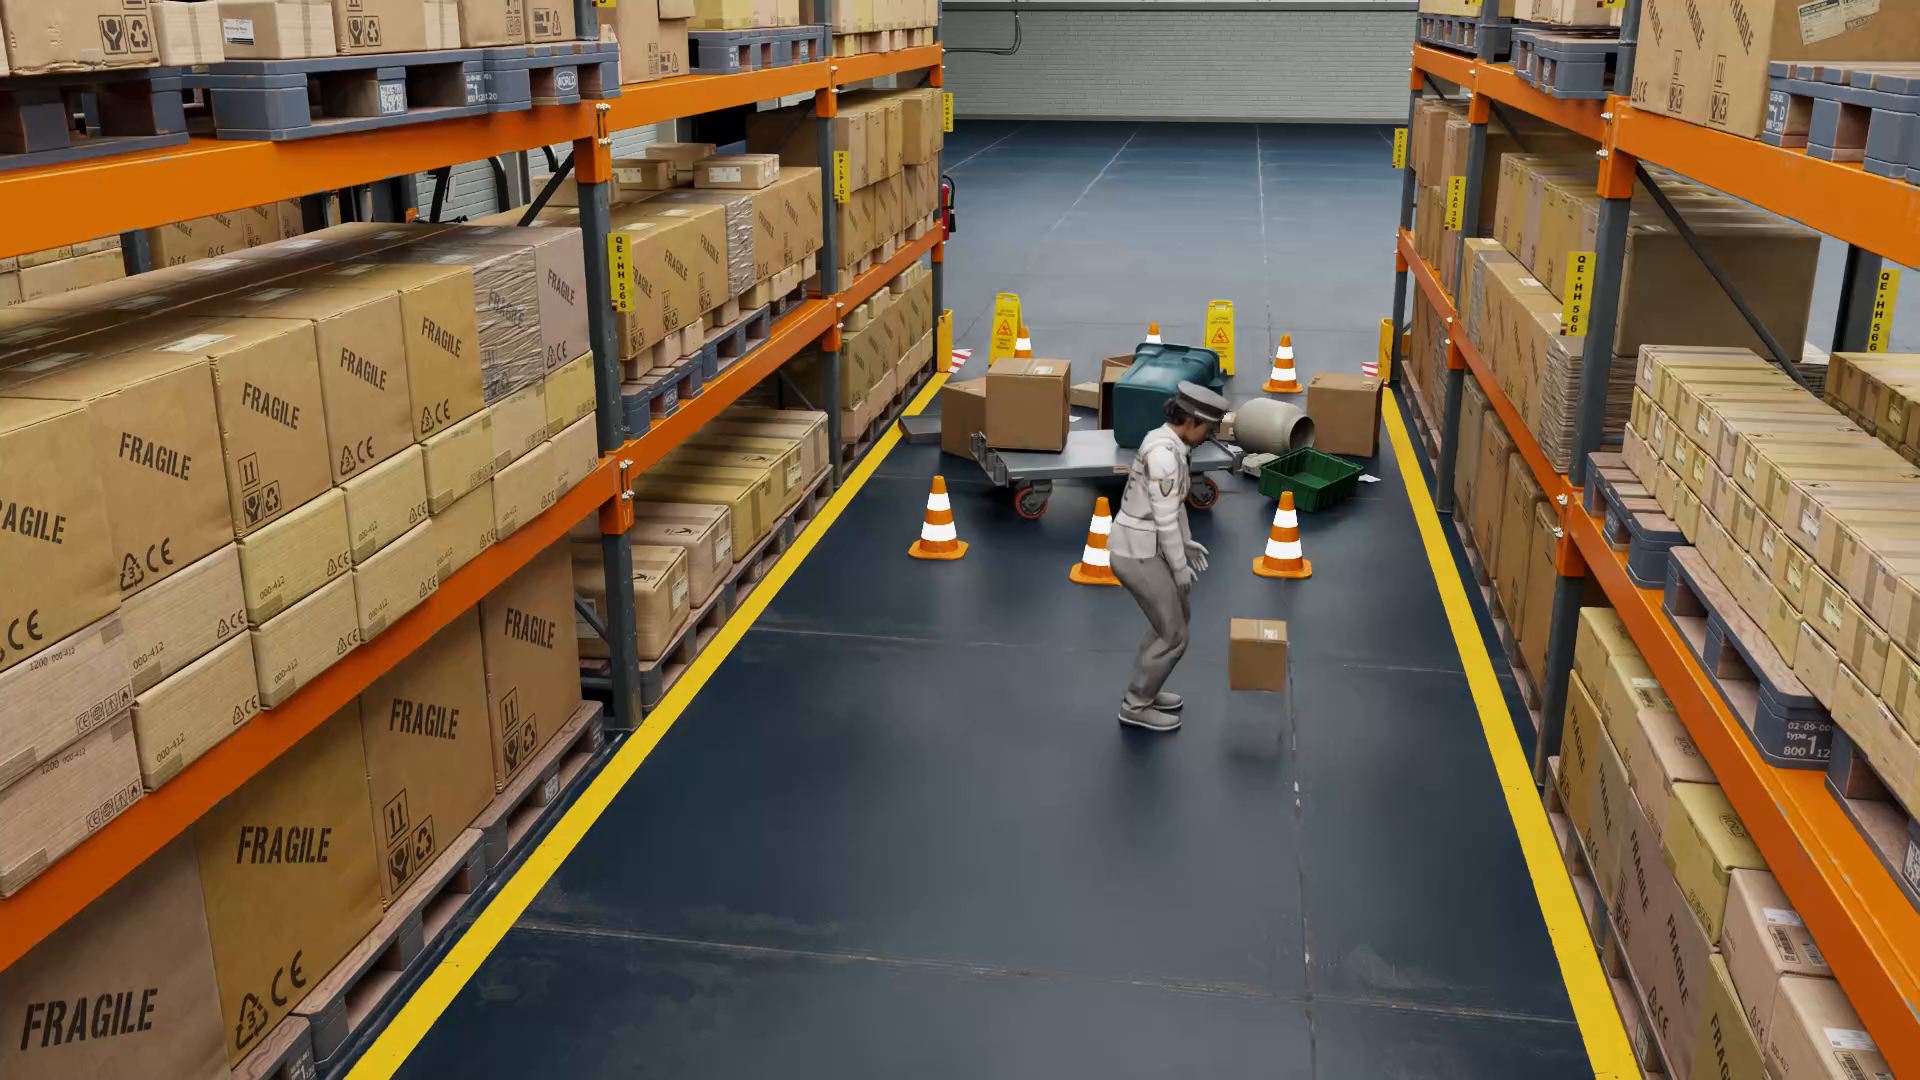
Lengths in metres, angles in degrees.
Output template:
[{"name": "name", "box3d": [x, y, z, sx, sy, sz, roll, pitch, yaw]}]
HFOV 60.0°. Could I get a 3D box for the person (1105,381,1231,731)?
[{"name": "person", "box3d": [0.924, 0.062, 7.526, 0.526, 1.576, 0.516, 3, 18, 10]}]
